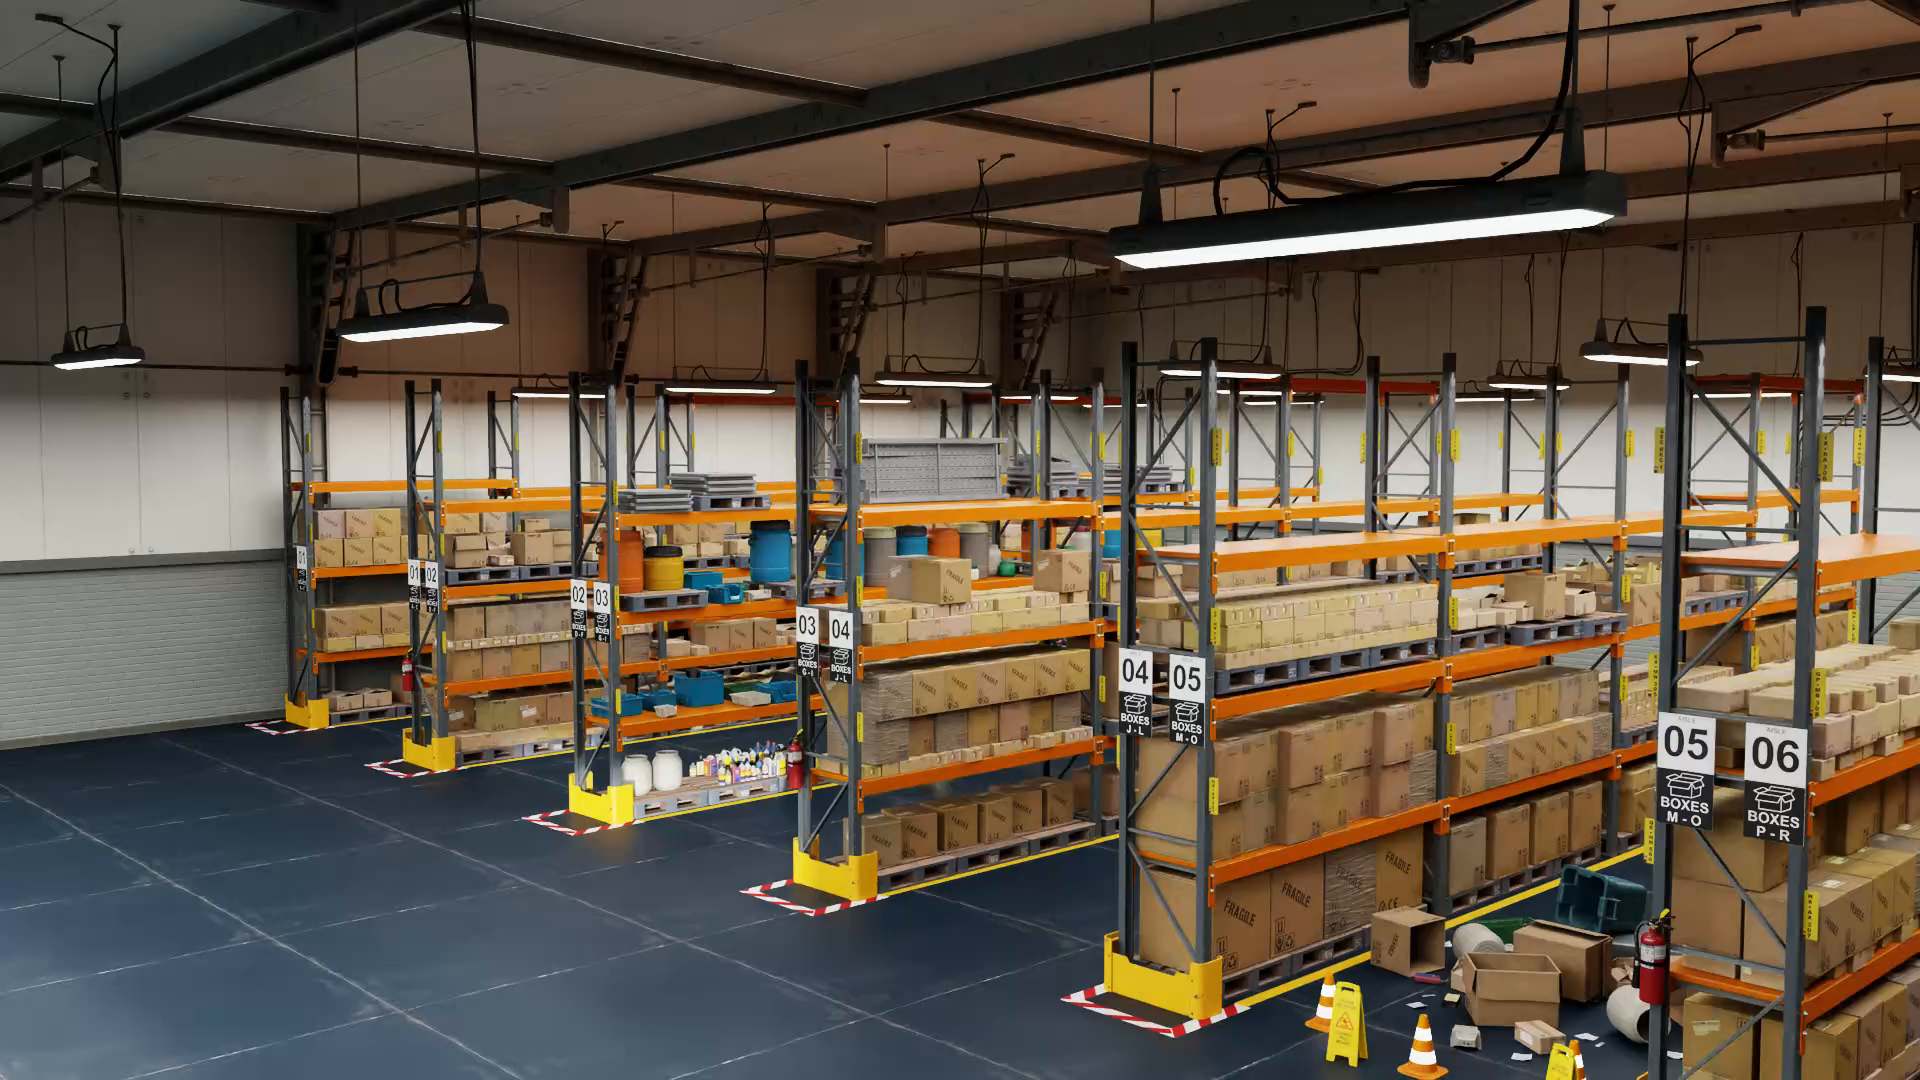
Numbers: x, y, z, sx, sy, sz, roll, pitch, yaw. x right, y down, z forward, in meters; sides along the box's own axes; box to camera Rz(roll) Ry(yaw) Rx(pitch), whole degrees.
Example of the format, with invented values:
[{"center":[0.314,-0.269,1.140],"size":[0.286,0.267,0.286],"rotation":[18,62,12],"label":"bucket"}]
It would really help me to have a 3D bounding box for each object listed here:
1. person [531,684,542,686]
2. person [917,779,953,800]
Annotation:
[{"center":[-7.522,2.396,29.683],"size":[0.637,1.837,0.853],"rotation":[3,5,37],"label":"person"},{"center":[-0.288,2.870,22.192],"size":[0.638,1.739,0.662],"rotation":[-4,5,-45],"label":"person"}]
